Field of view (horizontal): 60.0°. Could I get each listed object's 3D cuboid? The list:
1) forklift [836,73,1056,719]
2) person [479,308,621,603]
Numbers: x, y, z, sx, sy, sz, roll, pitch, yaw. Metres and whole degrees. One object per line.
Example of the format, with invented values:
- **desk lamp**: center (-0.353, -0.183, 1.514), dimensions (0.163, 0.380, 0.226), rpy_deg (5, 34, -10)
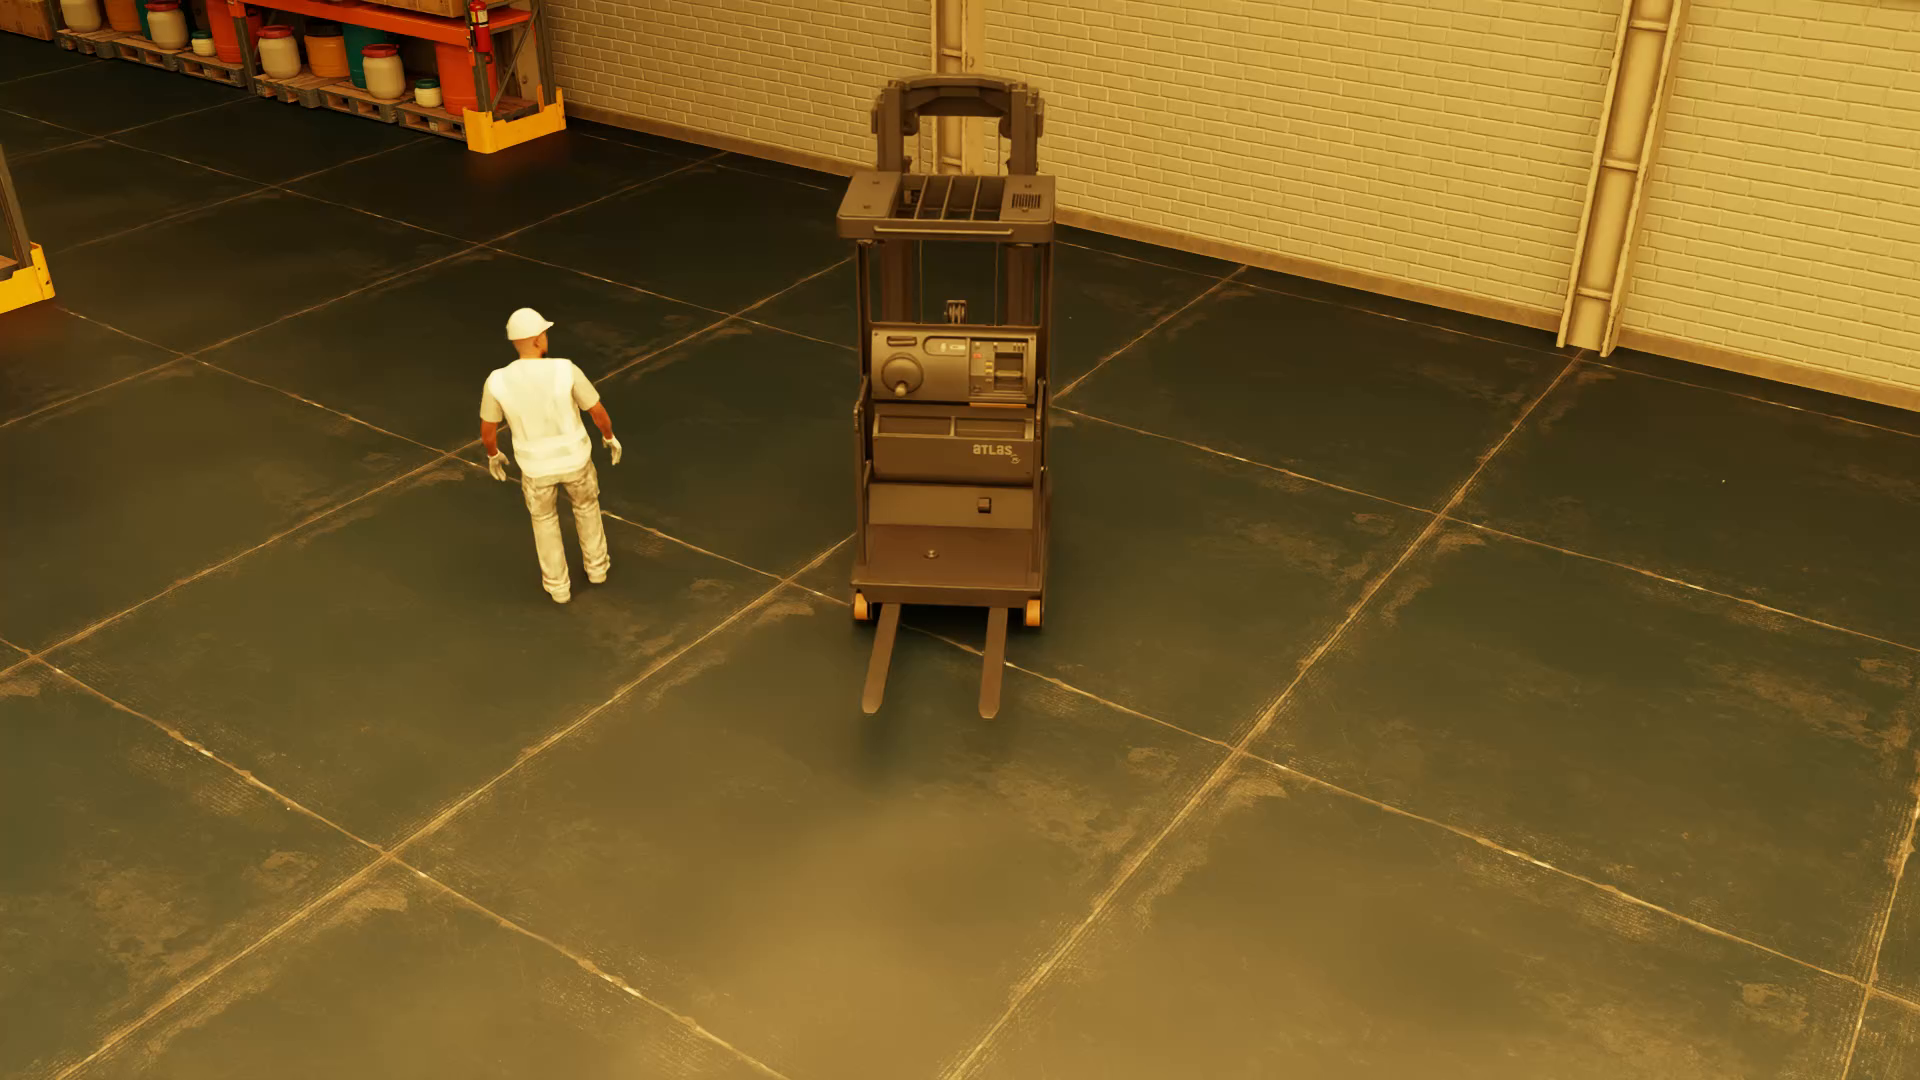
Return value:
- **forklift**: center (-0.049, -0.935, 9.191), dimensions (1.130, 2.935, 3.031), rpy_deg (2, 30, 4)
- **person**: center (-2.348, -0.504, 9.612), dimensions (0.764, 1.767, 0.499), rpy_deg (-7, 31, -12)
